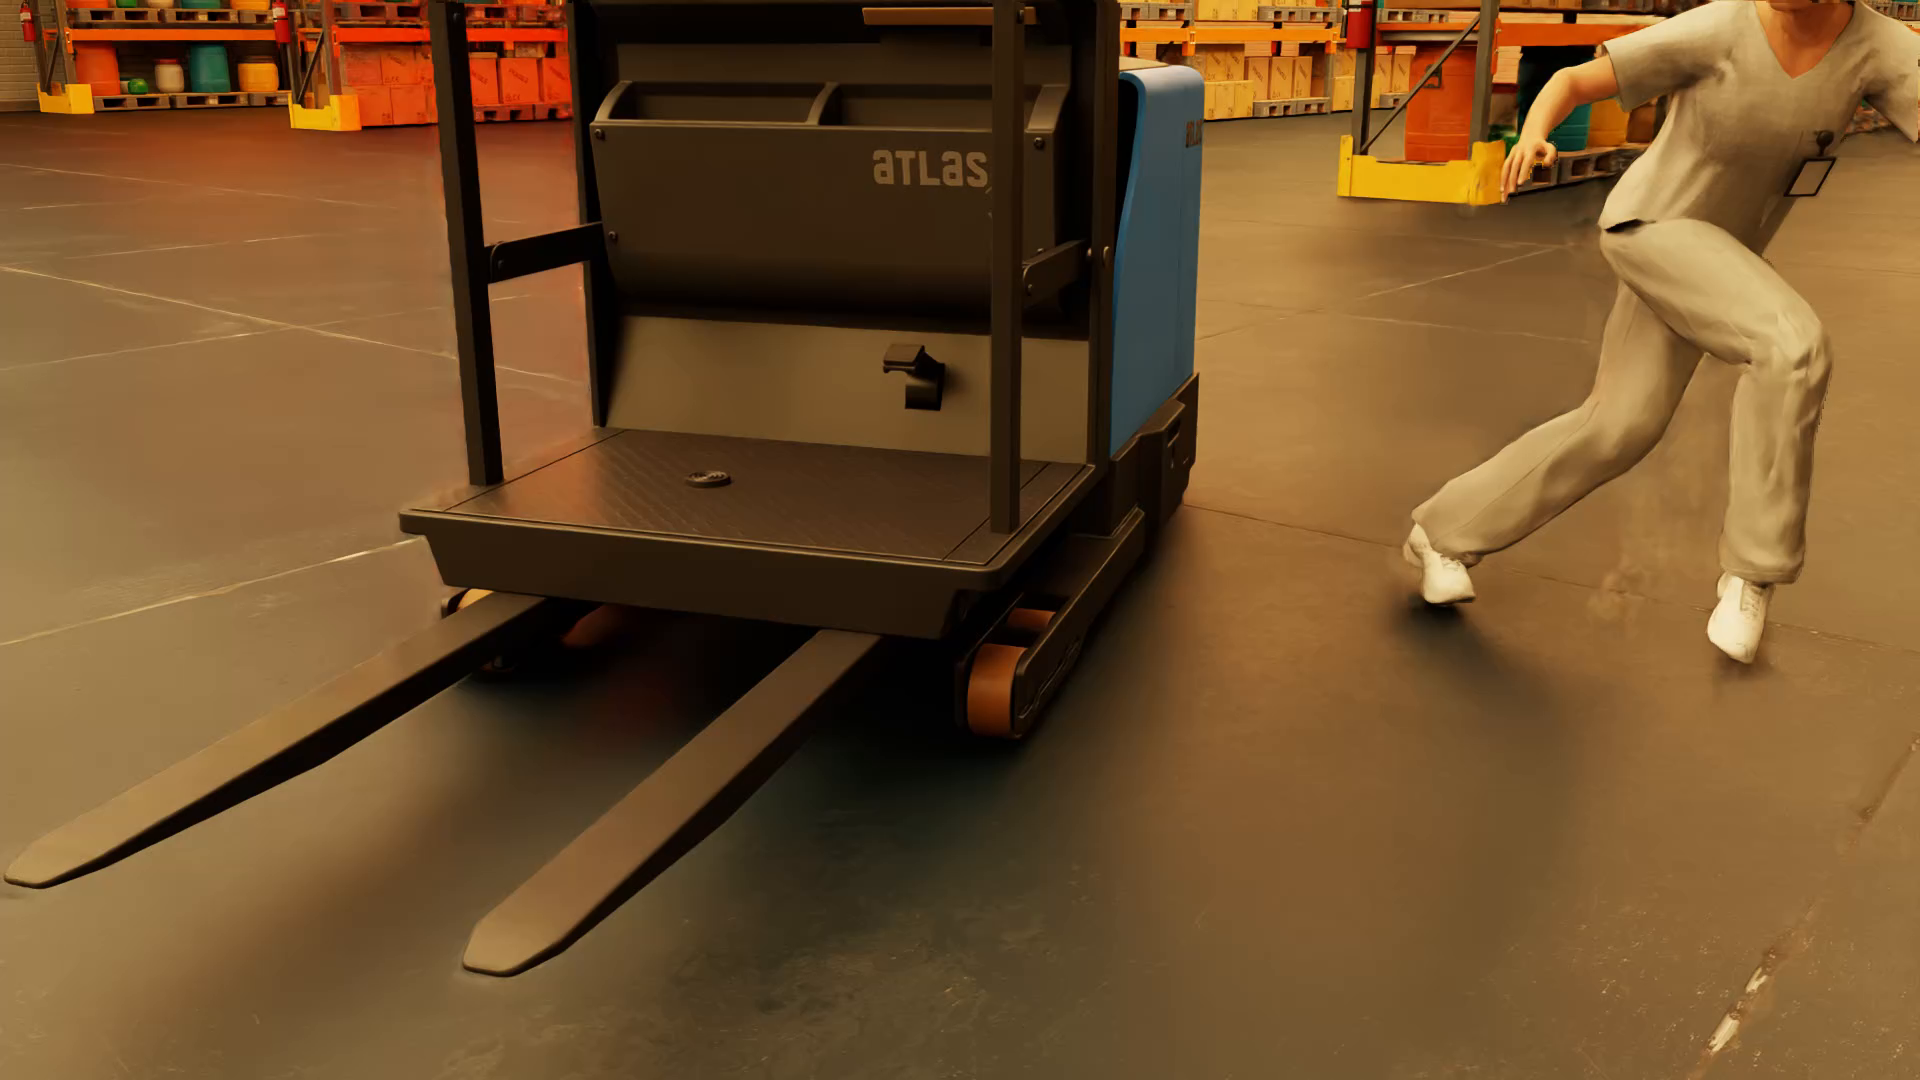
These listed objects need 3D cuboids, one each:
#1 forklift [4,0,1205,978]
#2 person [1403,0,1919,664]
[{"bbox_3d":[-0.316,-1.192,2.823,1.130,2.935,3.031,5,18,17],"label":"forklift"},{"bbox_3d":[1.406,-0.509,3.131,0.878,1.419,0.892,-5,18,-15],"label":"person"}]
